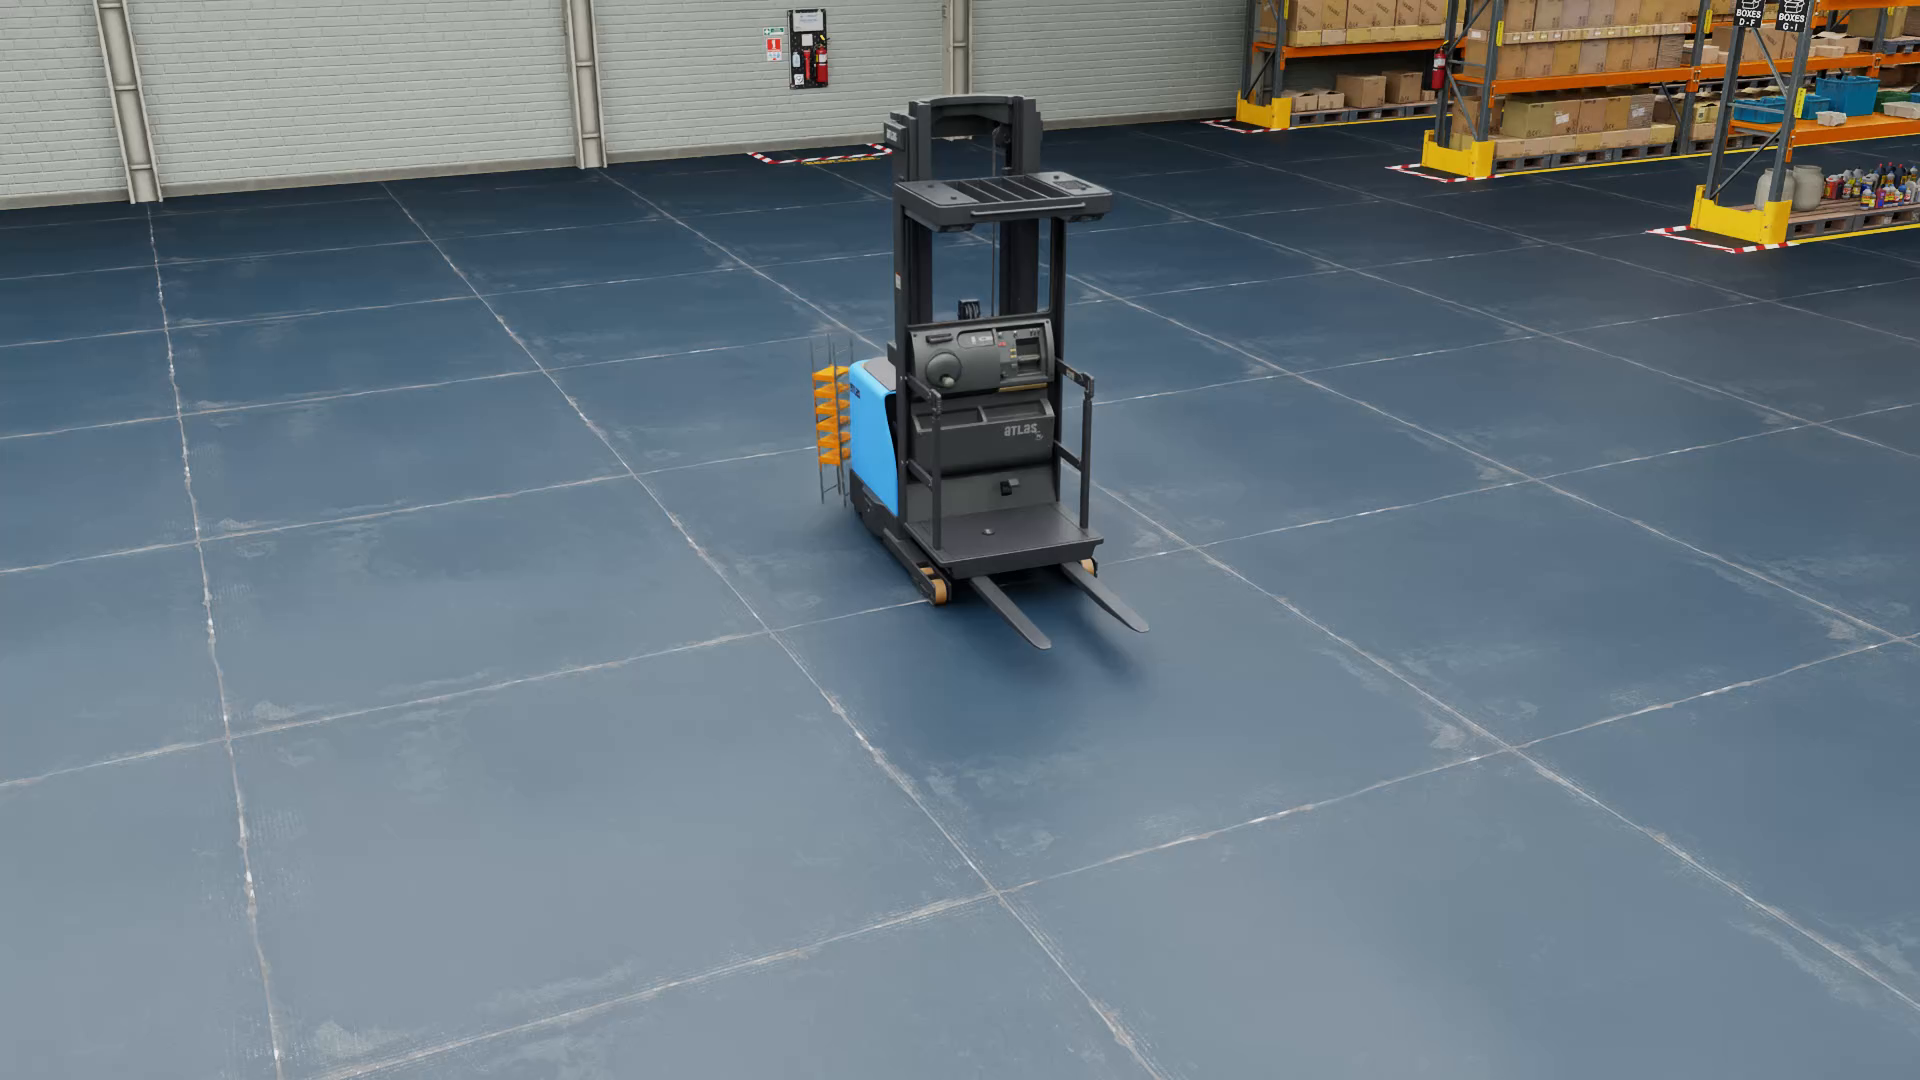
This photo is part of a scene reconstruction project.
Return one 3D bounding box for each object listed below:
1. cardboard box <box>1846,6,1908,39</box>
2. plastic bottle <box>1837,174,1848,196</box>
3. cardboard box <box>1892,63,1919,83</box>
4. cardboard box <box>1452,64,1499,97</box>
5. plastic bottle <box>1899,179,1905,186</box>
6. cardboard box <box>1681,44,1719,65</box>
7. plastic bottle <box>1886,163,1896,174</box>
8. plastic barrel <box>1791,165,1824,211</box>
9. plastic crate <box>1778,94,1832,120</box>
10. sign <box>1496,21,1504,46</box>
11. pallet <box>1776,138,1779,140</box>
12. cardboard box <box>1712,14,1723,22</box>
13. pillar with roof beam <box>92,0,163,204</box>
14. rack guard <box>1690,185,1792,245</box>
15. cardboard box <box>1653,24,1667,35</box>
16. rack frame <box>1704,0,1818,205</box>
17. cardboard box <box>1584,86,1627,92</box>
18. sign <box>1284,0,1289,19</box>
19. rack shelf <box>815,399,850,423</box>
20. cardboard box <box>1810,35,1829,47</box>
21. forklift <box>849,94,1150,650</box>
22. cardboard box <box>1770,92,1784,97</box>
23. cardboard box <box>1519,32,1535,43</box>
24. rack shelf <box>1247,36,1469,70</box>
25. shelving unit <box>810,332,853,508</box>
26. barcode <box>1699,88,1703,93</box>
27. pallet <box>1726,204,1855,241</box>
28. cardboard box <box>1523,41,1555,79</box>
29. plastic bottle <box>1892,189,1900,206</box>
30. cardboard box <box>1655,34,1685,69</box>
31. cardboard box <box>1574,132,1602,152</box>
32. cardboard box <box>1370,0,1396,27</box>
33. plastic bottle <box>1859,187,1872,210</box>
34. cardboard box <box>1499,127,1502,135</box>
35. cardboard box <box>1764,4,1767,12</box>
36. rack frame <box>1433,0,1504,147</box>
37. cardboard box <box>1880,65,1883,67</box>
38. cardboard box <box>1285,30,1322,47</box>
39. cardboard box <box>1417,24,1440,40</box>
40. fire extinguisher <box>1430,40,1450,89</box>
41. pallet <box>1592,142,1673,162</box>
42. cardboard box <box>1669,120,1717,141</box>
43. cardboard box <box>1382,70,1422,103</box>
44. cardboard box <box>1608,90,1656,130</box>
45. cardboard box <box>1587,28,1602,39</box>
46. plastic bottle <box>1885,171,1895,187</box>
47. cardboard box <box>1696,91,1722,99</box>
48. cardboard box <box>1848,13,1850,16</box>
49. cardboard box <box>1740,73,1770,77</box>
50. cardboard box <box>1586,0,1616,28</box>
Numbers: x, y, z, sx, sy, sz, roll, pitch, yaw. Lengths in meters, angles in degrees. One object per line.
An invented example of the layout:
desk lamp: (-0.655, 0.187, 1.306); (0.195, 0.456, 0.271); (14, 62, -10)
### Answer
cardboard box: (14.983, -8.496, 27.173); (0.700, 0.500, 0.500); (21, 30, 41)
plastic bottle: (11.229, -4.534, 21.267); (0.135, 0.276, 0.152); (-11, 25, -25)
cardboard box: (16.174, -7.925, 28.187); (0.500, 0.250, 0.500); (-11, 25, -25)
cardboard box: (9.364, -8.332, 30.149); (0.500, 0.500, 0.700); (-10, 24, -22)
plastic bottle: (11.891, -4.409, 20.956); (0.133, 0.283, 0.061); (-10, 25, -24)
cardboard box: (11.285, -7.476, 25.586); (0.500, 0.250, 0.500); (-9, 24, -20)
plastic bottle: (12.098, -4.730, 21.643); (0.185, 0.351, 0.144); (-10, 24, -22)
plastic barrel: (10.412, -4.341, 20.519); (0.421, 0.512, 0.421); (0, 22, 0)
plastic crate: (10.310, -5.301, 20.329); (0.408, 0.251, 0.499); (-10, 25, -24)
sign: (7.491, -7.030, 23.075); (0.005, 0.325, 0.100); (-10, 25, -24)
pallet: (13.706, -6.701, 27.162); (1.213, 0.211, 1.003); (-10, 25, -24)
cardboard box: (14.327, -9.986, 31.755); (0.250, 0.149, 0.380); (-10, 24, -22)
pillar with roof beam: (-8.992, -7.209, 16.899); (0.400, 9.000, 9.100); (-10, 25, -24)
rack guard: (9.449, -3.952, 20.143); (0.348, 0.500, 1.175); (-10, 25, -24)
cardboard box: (10.249, -7.591, 24.688); (0.250, 0.149, 0.380); (-11, 25, -25)
rack frame: (9.401, -5.078, 19.595); (0.127, 3.000, 1.000); (-10, 25, -24)
cardboard box: (9.859, -6.664, 25.493); (0.500, 0.500, 0.500); (-10, 25, -24)
sign: (5.339, -8.705, 27.226); (0.005, 0.325, 0.100); (-10, 25, -24)
rack shelf: (-0.871, -0.910, 11.667); (0.180, 0.103, 0.258); (9, 23, 28)
cardboard box: (13.574, -7.990, 26.746); (0.500, 0.311, 0.500); (-11, 25, -24)
forklift: (0.224, -1.130, 10.147); (1.130, 2.935, 3.031); (-8, 24, -19)
cardboard box: (13.178, -6.952, 26.436); (0.500, 0.311, 0.500); (-11, 25, -24)
cardboard box: (7.939, -7.167, 23.663); (0.250, 0.149, 0.380); (-11, 25, -25)
rack shelf: (6.906, -8.491, 28.782); (4.000, 0.370, 1.077); (-10, 25, -24)
shelving unit: (-0.868, -0.840, 11.694); (0.189, 1.200, 0.258); (9, 23, 28)
barcode: (11.271, -6.840, 25.289); (0.075, 0.075, 0.001); (-10, 25, -24)
pallet: (10.183, -3.951, 20.519); (1.213, 0.211, 1.003); (-10, 25, -24)
cardboard box: (8.153, -6.993, 24.092); (0.500, 0.500, 0.700); (-10, 24, -22)
plastic bottle: (11.658, -4.271, 20.730); (0.097, 0.201, 0.097); (0, 22, 0)
cardboard box: (10.463, -7.419, 25.121); (0.500, 0.500, 0.700); (-11, 25, -25)
cardboard box: (9.188, -5.970, 24.795); (0.500, 0.250, 0.500); (-10, 25, -24)
cardboard box: (7.042, -9.006, 28.274); (0.500, 0.500, 0.500); (-10, 24, -22)
plastic bottle: (11.170, -4.214, 20.500); (0.097, 0.271, 0.097); (0, 22, 0)
cardboard box: (8.056, -5.987, 24.837); (0.500, 0.250, 0.500); (-10, 25, -24)
cardboard box: (15.155, -10.424, 31.965); (0.500, 0.500, 0.500); (-10, 25, -23)
rack frame: (7.256, -6.785, 23.720); (0.127, 3.000, 1.000); (-10, 25, -24)
cardboard box: (18.483, -9.952, 34.088); (0.500, 0.500, 0.700); (-11, 25, -24)
cardboard box: (5.681, -8.403, 27.799); (0.500, 0.250, 0.500); (-11, 25, -25)
cardboard box: (7.960, -8.833, 28.836); (0.500, 0.250, 0.500); (-10, 25, -23)
fire extinguisher: (6.948, -6.890, 24.075); (0.183, 0.674, 0.296); (-10, 25, -24)
pallet: (10.125, -6.043, 25.573); (1.213, 0.211, 1.003); (-10, 25, -24)
cardboard box: (11.331, -6.354, 25.724); (0.500, 0.250, 0.500); (-11, 25, -25)
cardboard box: (7.790, -8.018, 29.391); (0.500, 0.500, 0.500); (-12, 26, -28)
cardboard box: (10.081, -6.488, 25.067); (0.500, 0.500, 0.500); (-10, 25, -24)
cardboard box: (9.088, -7.377, 24.171); (0.250, 0.149, 0.380); (-10, 25, -23)
plastic bottle: (12.019, -4.627, 21.499); (0.097, 0.271, 0.097); (0, 22, 0)
cardboard box: (12.017, -6.968, 26.474); (0.500, 0.311, 0.500); (-11, 25, -24)
cardboard box: (17.724, -10.949, 33.386); (0.700, 0.700, 0.980); (-12, 25, -26)
cardboard box: (15.387, -9.531, 32.614); (0.750, 0.750, 0.750); (-10, 25, -23)
cardboard box: (9.106, -7.769, 24.270); (0.500, 0.500, 0.700); (-10, 25, -24)
